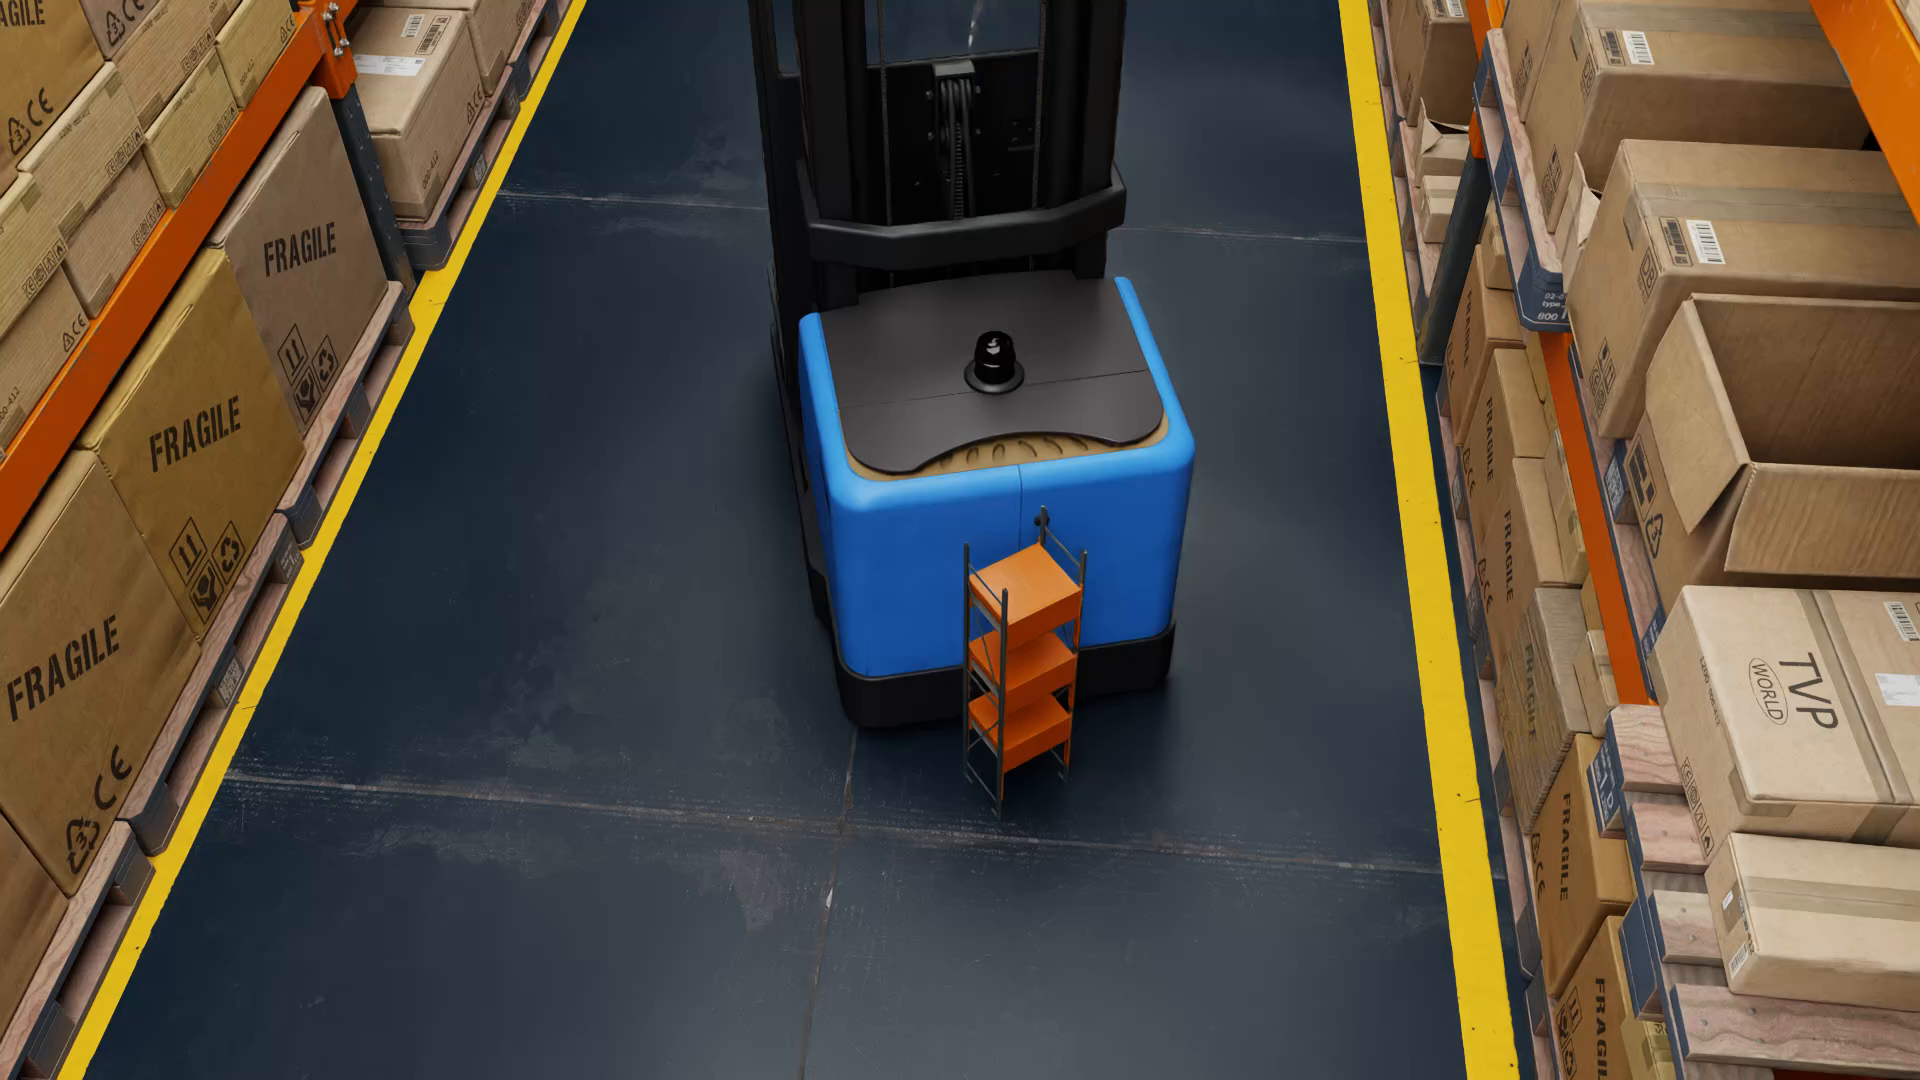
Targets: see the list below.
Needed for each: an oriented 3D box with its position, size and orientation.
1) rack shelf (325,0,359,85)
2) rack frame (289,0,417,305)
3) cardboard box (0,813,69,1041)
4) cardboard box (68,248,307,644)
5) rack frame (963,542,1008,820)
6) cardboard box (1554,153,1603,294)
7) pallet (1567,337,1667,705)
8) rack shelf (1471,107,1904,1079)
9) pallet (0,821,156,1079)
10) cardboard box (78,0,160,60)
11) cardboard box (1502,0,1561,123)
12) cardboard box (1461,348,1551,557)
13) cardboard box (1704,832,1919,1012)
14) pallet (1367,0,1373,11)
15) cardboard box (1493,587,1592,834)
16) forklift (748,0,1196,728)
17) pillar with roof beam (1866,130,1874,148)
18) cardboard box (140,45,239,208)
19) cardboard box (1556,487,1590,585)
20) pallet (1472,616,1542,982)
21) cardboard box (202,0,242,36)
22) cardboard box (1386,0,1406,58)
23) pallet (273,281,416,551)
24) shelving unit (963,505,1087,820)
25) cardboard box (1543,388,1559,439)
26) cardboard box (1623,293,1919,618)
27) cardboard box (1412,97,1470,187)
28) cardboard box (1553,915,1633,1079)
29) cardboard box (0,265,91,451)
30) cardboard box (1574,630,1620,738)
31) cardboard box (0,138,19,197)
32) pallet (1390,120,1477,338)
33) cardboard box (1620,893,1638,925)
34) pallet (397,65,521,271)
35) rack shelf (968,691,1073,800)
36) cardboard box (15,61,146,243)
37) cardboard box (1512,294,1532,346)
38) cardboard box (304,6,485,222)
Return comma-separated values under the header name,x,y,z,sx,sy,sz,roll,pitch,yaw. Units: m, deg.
name,x,y,z,sx,sy,sz,roll,pitch,yaw
rack shelf,-2.502,-3.248,7.175,1.077,0.370,4.000,4,48,4
rack frame,-2.685,-2.021,5.566,1.000,3.000,0.127,4,48,4
cardboard box,-2.903,0.992,3.966,0.875,0.875,0.875,3,48,3
cardboard box,-2.736,-0.320,5.166,0.875,0.875,0.875,5,48,5
rack frame,0.066,0.422,4.652,0.008,1.050,0.200,-25,52,-21
cardboard box,1.750,-0.791,4.247,0.396,0.266,0.258,6,48,5
pallet,2.067,-0.115,3.953,1.003,0.211,1.213,4,48,4
rack shelf,2.076,0.022,4.184,1.077,0.370,4.000,4,48,4
pallet,-2.902,1.285,4.432,1.003,0.211,1.213,4,48,4
cardboard box,-2.515,-1.666,4.496,0.500,0.500,0.500,5,48,4
cardboard box,1.992,-1.525,4.760,0.700,0.500,0.500,5,48,5
cardboard box,1.952,-0.256,5.361,0.500,0.500,0.500,3,48,3
cardboard box,1.572,0.684,2.977,0.380,0.149,0.250,5,48,4
pallet,2.545,-3.046,8.393,1.003,0.211,1.213,4,48,4
cardboard box,1.849,0.491,4.677,0.500,0.500,0.500,2,48,2
forklift,-0.105,-1.517,5.152,1.130,2.935,3.031,-8,48,-7
pillar with roof beam,-1.067,-4.455,3.727,9.100,9.000,0.400,4,48,4
cardboard box,-2.522,-1.250,4.962,0.500,0.250,0.500,3,48,3
cardboard box,1.905,0.002,4.685,0.380,0.149,0.250,5,48,5
pallet,2.114,0.750,4.921,1.003,0.211,1.213,4,48,4
cardboard box,-2.483,-1.799,5.125,0.500,0.250,0.500,4,48,3
cardboard box,2.209,-2.477,7.392,0.500,0.500,0.500,5,48,4
pallet,-2.680,-0.508,6.071,1.003,0.211,1.213,4,48,4
shelving unit,0.169,0.374,4.696,0.252,1.050,0.215,-25,52,-21
cardboard box,1.989,-0.361,5.017,0.380,0.149,0.250,3,48,3
cardboard box,1.859,-0.139,3.490,0.797,0.503,0.637,3,48,3
cardboard box,2.050,-1.600,6.749,0.396,0.266,0.258,5,48,5
cardboard box,1.775,1.259,3.975,0.500,0.500,0.500,3,48,3
cardboard box,-2.630,-0.500,4.276,0.500,0.250,0.500,4,48,4
cardboard box,1.836,0.380,4.340,0.380,0.149,0.250,2,48,2
cardboard box,-2.613,-0.914,3.808,0.500,0.500,0.500,5,48,4
pallet,2.322,-1.253,6.753,1.003,0.211,1.213,4,48,4
cardboard box,1.749,0.959,3.810,0.380,0.149,0.250,2,48,2
pallet,-2.537,-1.633,7.101,1.003,0.211,1.213,4,48,4
rack shelf,0.169,0.569,4.909,0.240,0.259,0.215,-25,52,-21
cardboard box,-2.562,-1.050,4.440,0.500,0.250,0.500,5,48,4
cardboard box,2.013,-0.753,5.375,0.380,0.149,0.250,3,48,2
cardboard box,-2.521,-1.752,6.772,0.875,0.438,0.875,3,48,3
